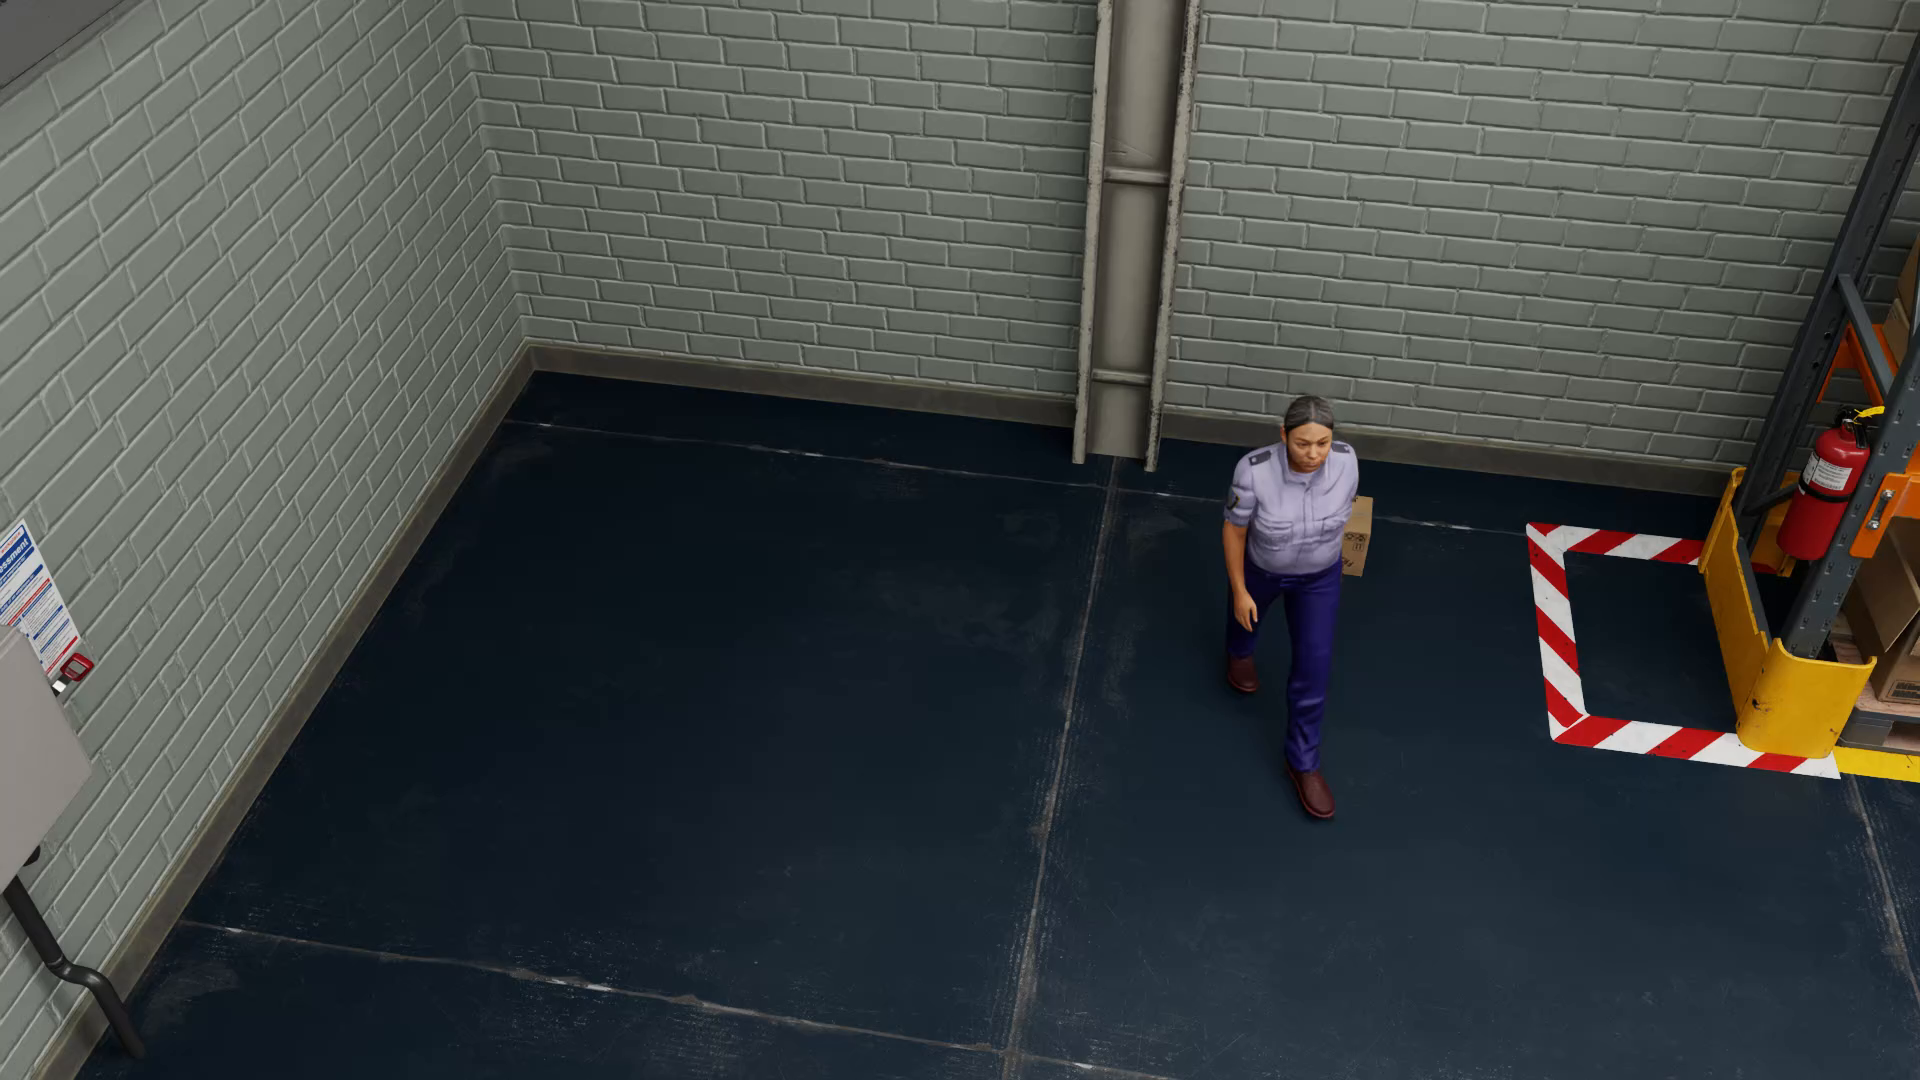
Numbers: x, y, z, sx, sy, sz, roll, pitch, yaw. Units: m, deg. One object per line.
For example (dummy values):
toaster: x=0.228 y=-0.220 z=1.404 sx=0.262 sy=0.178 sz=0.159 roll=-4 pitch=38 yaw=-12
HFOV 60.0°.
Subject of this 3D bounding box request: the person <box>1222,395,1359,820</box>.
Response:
person: x=1.164 y=0.135 z=6.000 sx=0.484 sy=1.587 sz=0.947 roll=1 pitch=41 yaw=1
